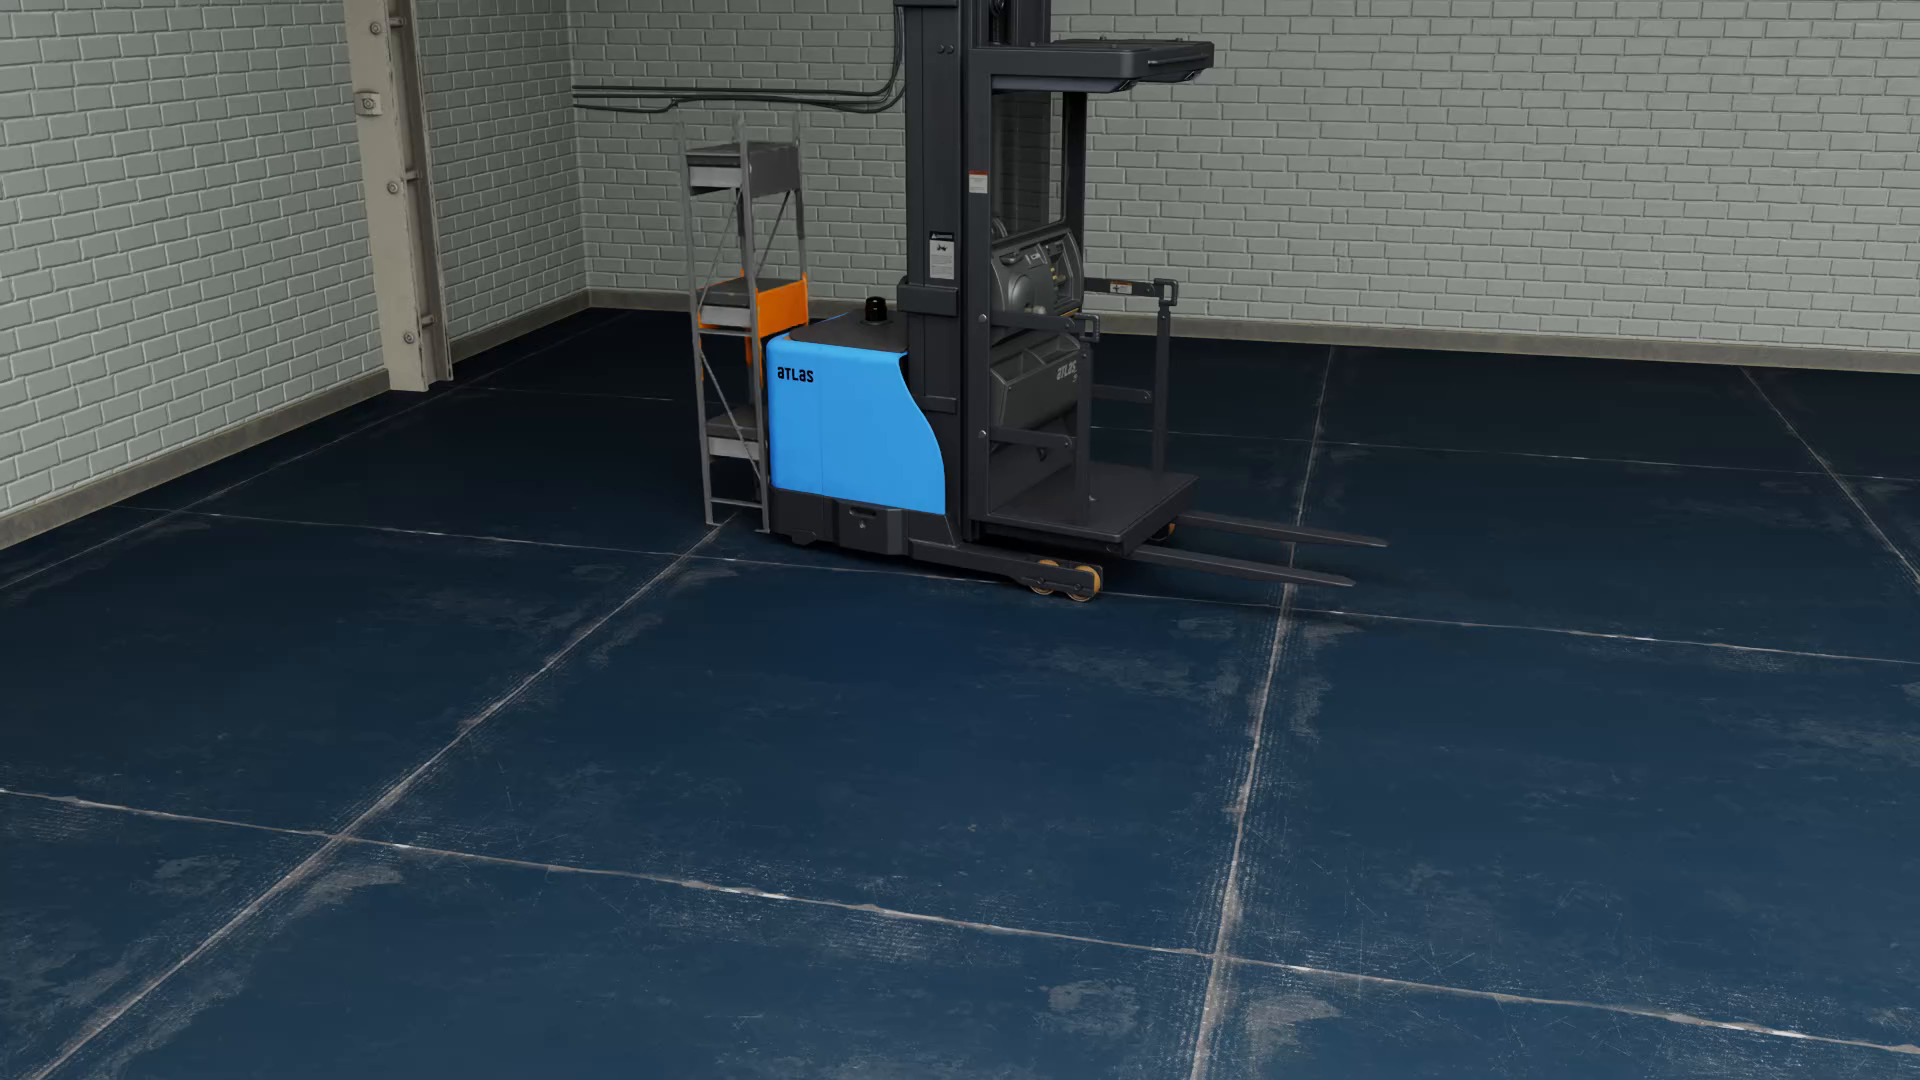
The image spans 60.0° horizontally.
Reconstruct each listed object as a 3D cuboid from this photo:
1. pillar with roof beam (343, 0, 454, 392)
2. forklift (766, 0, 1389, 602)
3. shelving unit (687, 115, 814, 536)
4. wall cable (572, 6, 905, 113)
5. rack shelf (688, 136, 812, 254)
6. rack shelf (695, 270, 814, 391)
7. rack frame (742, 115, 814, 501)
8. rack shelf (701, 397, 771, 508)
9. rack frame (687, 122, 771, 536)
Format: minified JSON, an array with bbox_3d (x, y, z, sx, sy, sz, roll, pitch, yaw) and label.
[{"bbox_3d":[0.289,-5.042,9.526,9.100,9.000,0.400,5,19,13],"label":"pillar with roof beam"},{"bbox_3d":[0.559,-1.293,7.938,3.031,2.935,1.130,10,21,26],"label":"forklift"},{"bbox_3d":[-1.068,-1.118,8.710,0.431,2.100,0.503,9,21,25],"label":"shelving unit"},{"bbox_3d":[-1.884,-4.731,13.421,3.097,2.526,0.112,5,19,13],"label":"wall cable"},{"bbox_3d":[-1.065,-1.767,8.487,0.431,0.518,0.480,9,21,25],"label":"rack shelf"},{"bbox_3d":[-1.068,-1.106,8.715,0.431,0.518,0.480,9,21,25],"label":"rack shelf"},{"bbox_3d":[-0.958,-1.189,8.917,0.400,2.100,0.015,9,21,25],"label":"rack frame"},{"bbox_3d":[-1.071,-0.444,8.942,0.431,0.518,0.480,9,21,25],"label":"rack shelf"},{"bbox_3d":[-1.177,-1.048,8.504,0.400,2.100,0.015,9,21,25],"label":"rack frame"}]
